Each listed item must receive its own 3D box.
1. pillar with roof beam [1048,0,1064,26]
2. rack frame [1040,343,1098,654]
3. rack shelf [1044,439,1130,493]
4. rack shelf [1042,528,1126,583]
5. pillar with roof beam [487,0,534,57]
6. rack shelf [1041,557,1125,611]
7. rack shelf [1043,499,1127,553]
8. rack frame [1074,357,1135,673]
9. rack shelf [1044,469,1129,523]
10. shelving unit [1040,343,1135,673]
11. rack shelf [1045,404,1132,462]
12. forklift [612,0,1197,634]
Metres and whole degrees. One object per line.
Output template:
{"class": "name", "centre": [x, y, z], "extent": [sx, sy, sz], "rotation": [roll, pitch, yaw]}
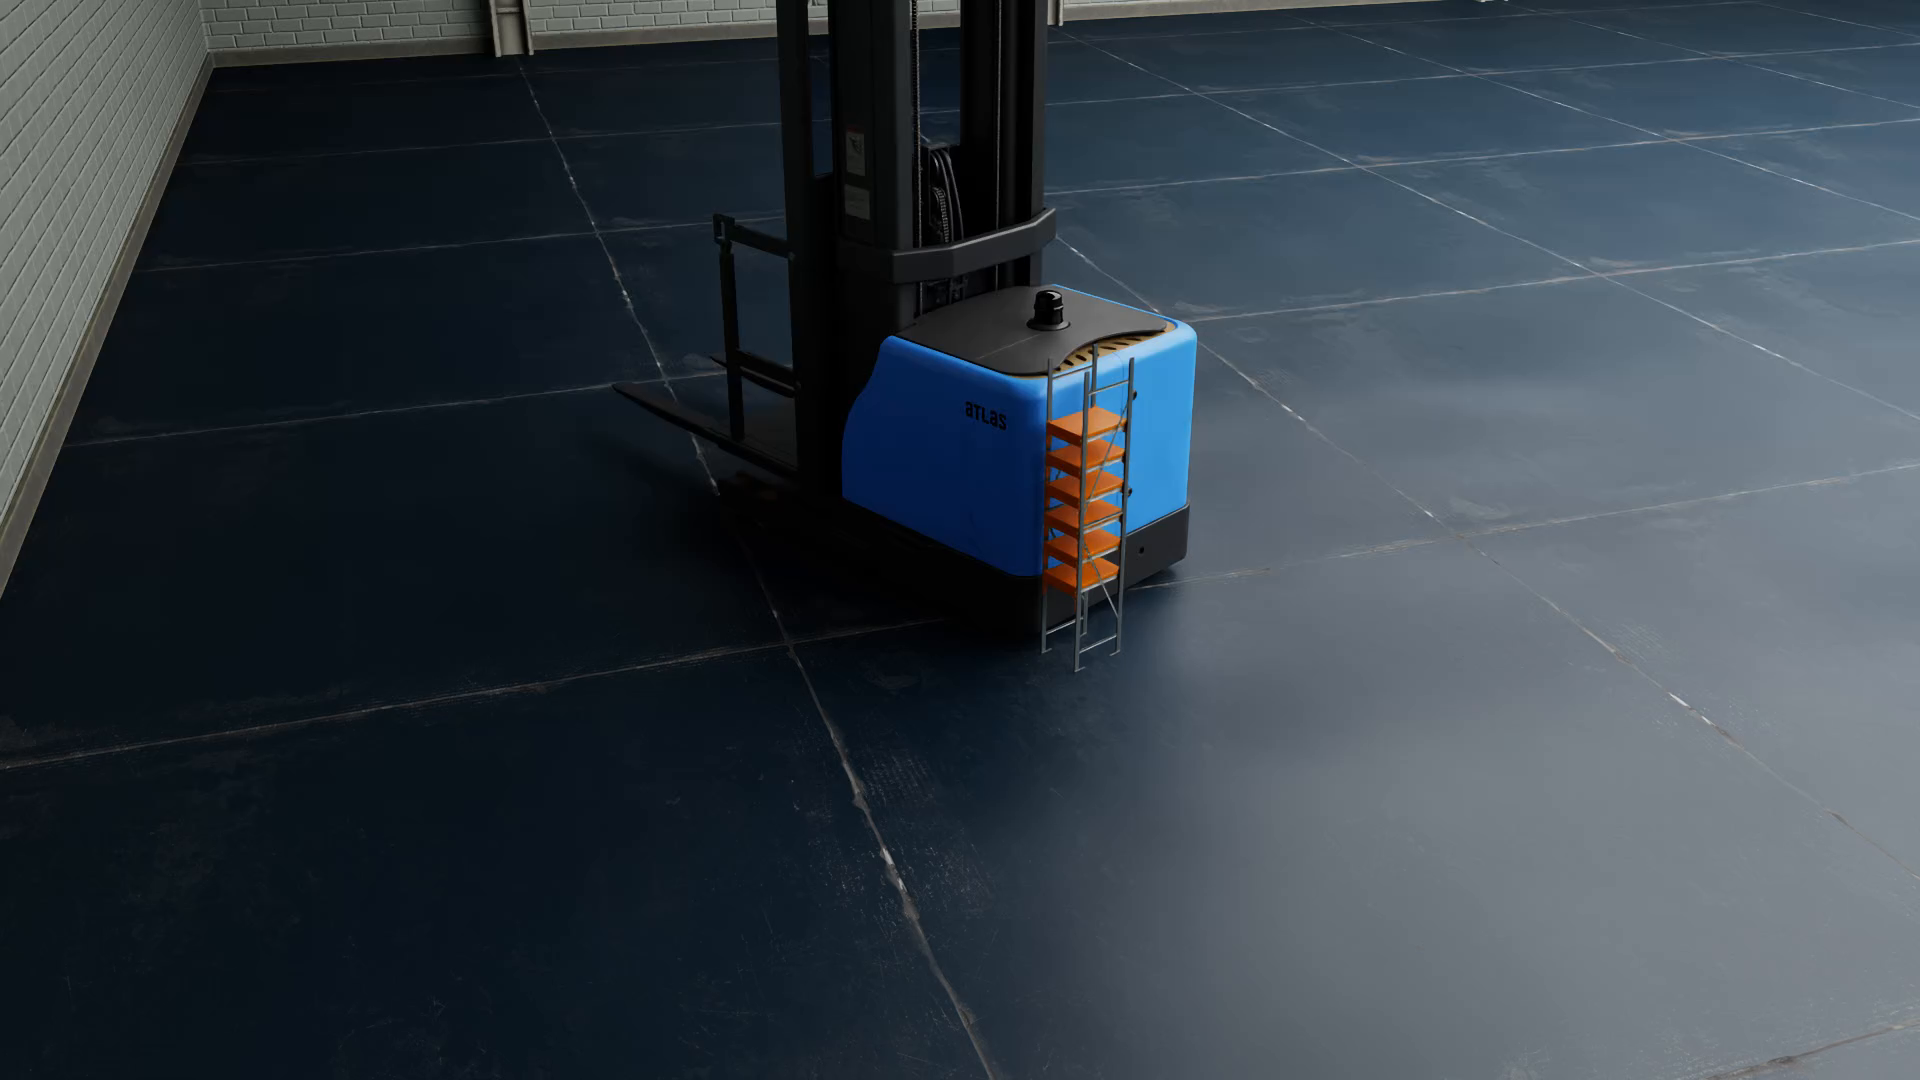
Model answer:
{"class": "pillar with roof beam", "centre": [2.294, -8.210, 13.667], "extent": [0.400, 9.000, 9.100], "rotation": [-8, 28, -16]}
{"class": "rack frame", "centre": [0.402, -0.135, 6.172], "extent": [0.240, 1.200, 0.006], "rotation": [-21, 33, -35]}
{"class": "rack shelf", "centre": [0.461, -0.279, 6.022], "extent": [0.258, 0.103, 0.180], "rotation": [-21, 33, -35]}
{"class": "rack shelf", "centre": [0.461, 0.044, 6.182], "extent": [0.258, 0.103, 0.180], "rotation": [-21, 33, -35]}
{"class": "pillar with roof beam", "centre": [-3.411, -7.384, 12.003], "extent": [0.400, 9.000, 9.100], "rotation": [-8, 28, -16]}
{"class": "rack shelf", "centre": [0.461, 0.151, 6.236], "extent": [0.258, 0.103, 0.180], "rotation": [-21, 33, -35]}
{"class": "rack shelf", "centre": [0.461, -0.064, 6.129], "extent": [0.258, 0.103, 0.180], "rotation": [-21, 33, -35]}
{"class": "rack frame", "centre": [0.520, -0.072, 6.046], "extent": [0.240, 1.200, 0.006], "rotation": [-21, 33, -35]}
{"class": "rack shelf", "centre": [0.461, -0.171, 6.075], "extent": [0.258, 0.103, 0.180], "rotation": [-21, 33, -35]}
{"class": "shelving unit", "centre": [0.461, -0.104, 6.109], "extent": [0.258, 1.200, 0.189], "rotation": [-21, 33, -35]}
{"class": "rack shelf", "centre": [0.462, -0.386, 5.968], "extent": [0.258, 0.103, 0.180], "rotation": [-21, 33, -35]}
{"class": "forklift", "centre": [-0.442, -1.512, 7.000], "extent": [1.130, 2.935, 3.031], "rotation": [-24, 35, -39]}
